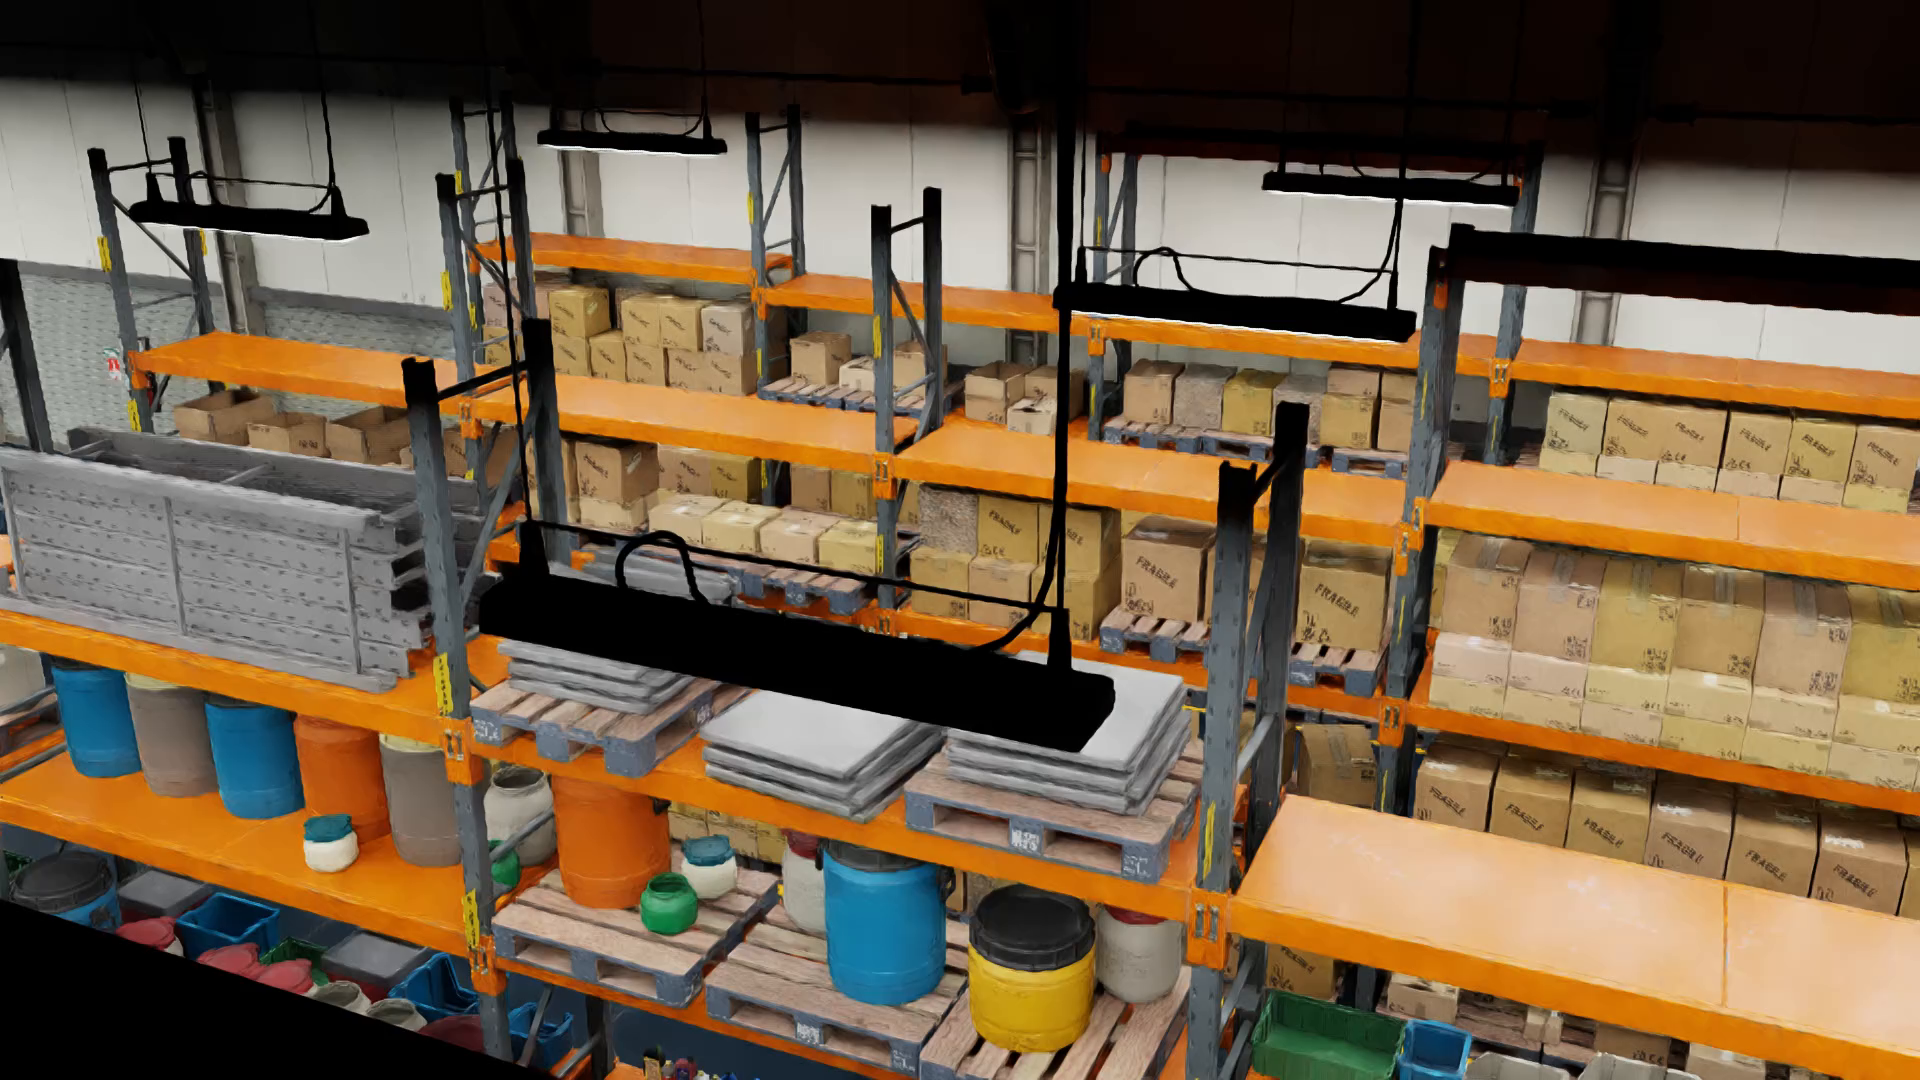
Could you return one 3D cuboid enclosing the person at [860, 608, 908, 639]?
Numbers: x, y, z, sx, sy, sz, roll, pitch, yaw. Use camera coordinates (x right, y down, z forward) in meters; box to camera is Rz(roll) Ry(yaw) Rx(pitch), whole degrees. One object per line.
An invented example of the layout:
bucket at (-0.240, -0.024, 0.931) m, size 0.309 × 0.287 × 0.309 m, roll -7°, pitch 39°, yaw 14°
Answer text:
person at (-0.775, 1.251, 16.956) m, size 0.528 × 1.677 × 0.420 m, roll -1°, pitch 21°, yaw -4°
